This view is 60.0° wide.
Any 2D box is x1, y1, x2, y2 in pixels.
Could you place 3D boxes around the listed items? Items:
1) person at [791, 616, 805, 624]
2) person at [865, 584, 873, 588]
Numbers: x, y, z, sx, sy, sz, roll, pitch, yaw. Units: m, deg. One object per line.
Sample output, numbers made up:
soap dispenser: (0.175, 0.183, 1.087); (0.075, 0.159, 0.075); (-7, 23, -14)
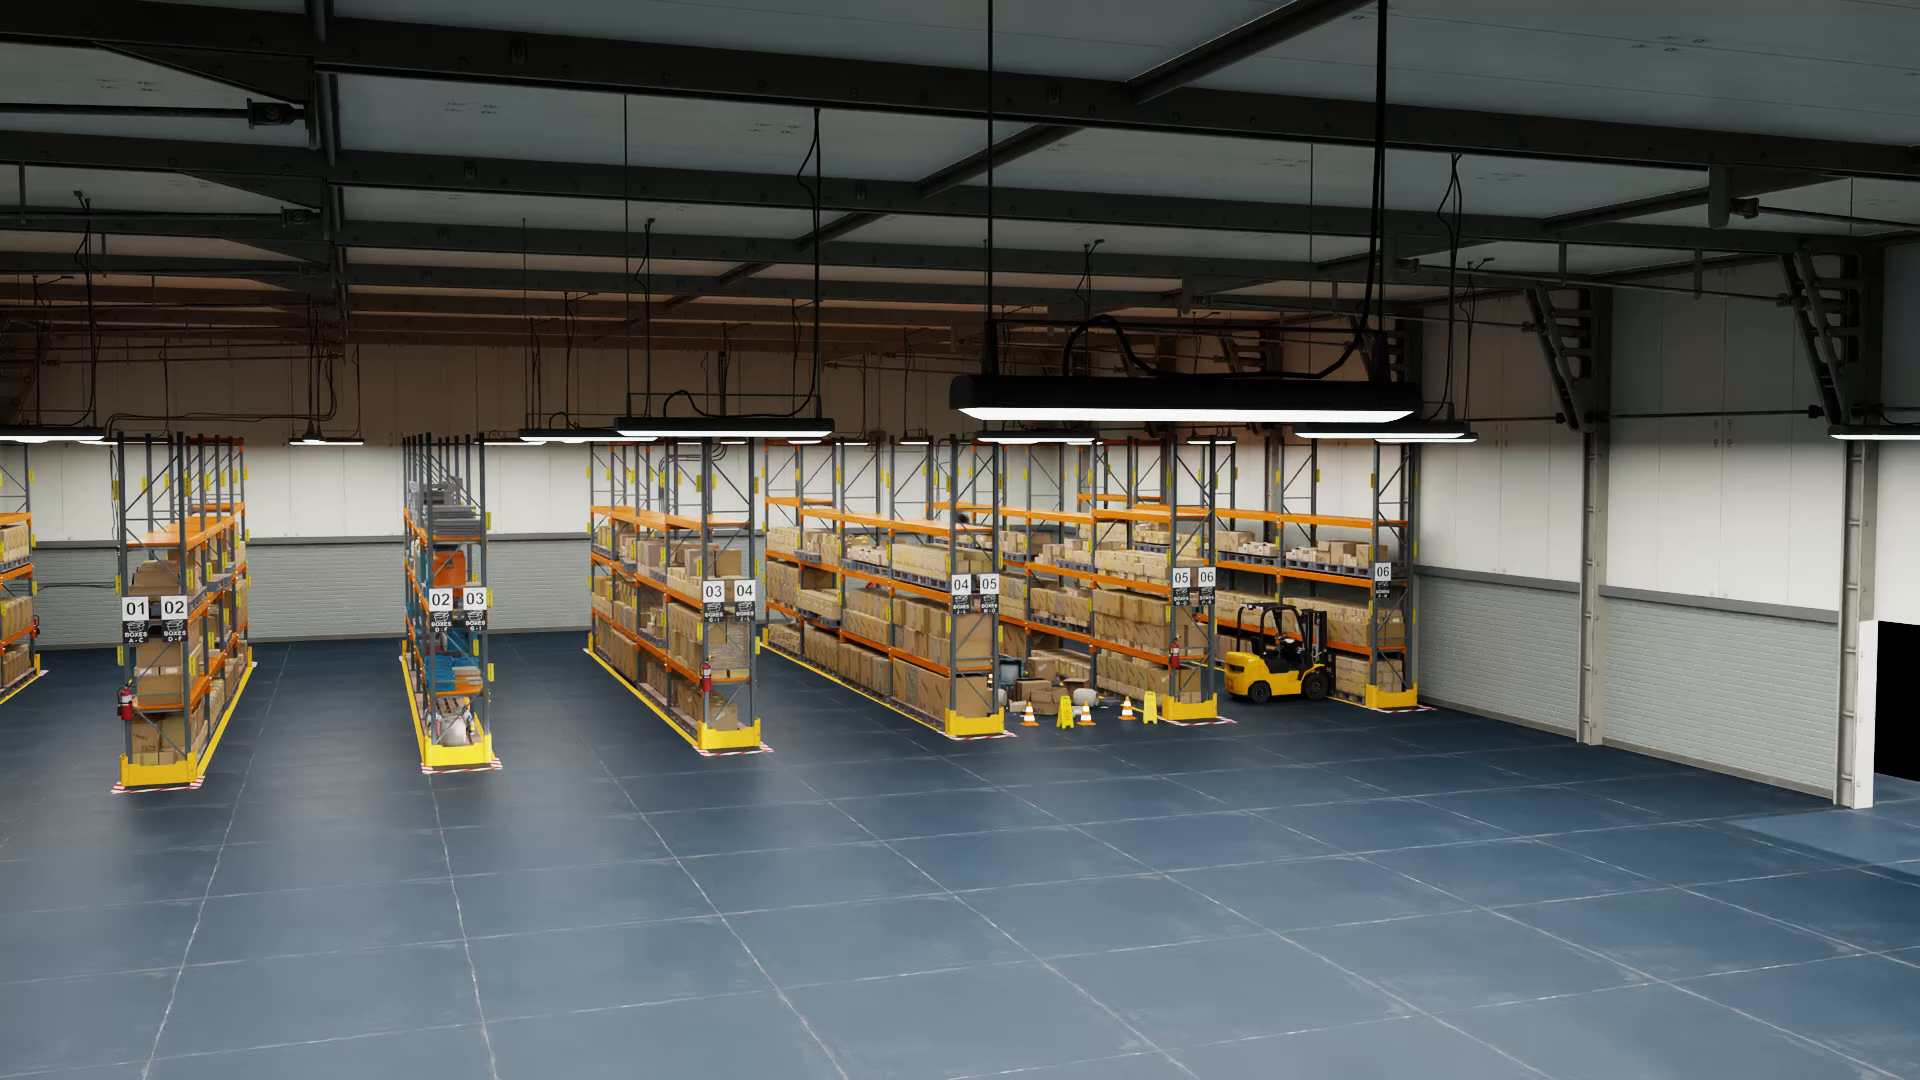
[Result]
person: (-4.898, 2.081, 49.699); (0.543, 1.775, 0.749); (2, 4, 37)
person: (-2.518, 2.106, 46.288); (0.518, 1.811, 0.623); (-2, 4, -27)
